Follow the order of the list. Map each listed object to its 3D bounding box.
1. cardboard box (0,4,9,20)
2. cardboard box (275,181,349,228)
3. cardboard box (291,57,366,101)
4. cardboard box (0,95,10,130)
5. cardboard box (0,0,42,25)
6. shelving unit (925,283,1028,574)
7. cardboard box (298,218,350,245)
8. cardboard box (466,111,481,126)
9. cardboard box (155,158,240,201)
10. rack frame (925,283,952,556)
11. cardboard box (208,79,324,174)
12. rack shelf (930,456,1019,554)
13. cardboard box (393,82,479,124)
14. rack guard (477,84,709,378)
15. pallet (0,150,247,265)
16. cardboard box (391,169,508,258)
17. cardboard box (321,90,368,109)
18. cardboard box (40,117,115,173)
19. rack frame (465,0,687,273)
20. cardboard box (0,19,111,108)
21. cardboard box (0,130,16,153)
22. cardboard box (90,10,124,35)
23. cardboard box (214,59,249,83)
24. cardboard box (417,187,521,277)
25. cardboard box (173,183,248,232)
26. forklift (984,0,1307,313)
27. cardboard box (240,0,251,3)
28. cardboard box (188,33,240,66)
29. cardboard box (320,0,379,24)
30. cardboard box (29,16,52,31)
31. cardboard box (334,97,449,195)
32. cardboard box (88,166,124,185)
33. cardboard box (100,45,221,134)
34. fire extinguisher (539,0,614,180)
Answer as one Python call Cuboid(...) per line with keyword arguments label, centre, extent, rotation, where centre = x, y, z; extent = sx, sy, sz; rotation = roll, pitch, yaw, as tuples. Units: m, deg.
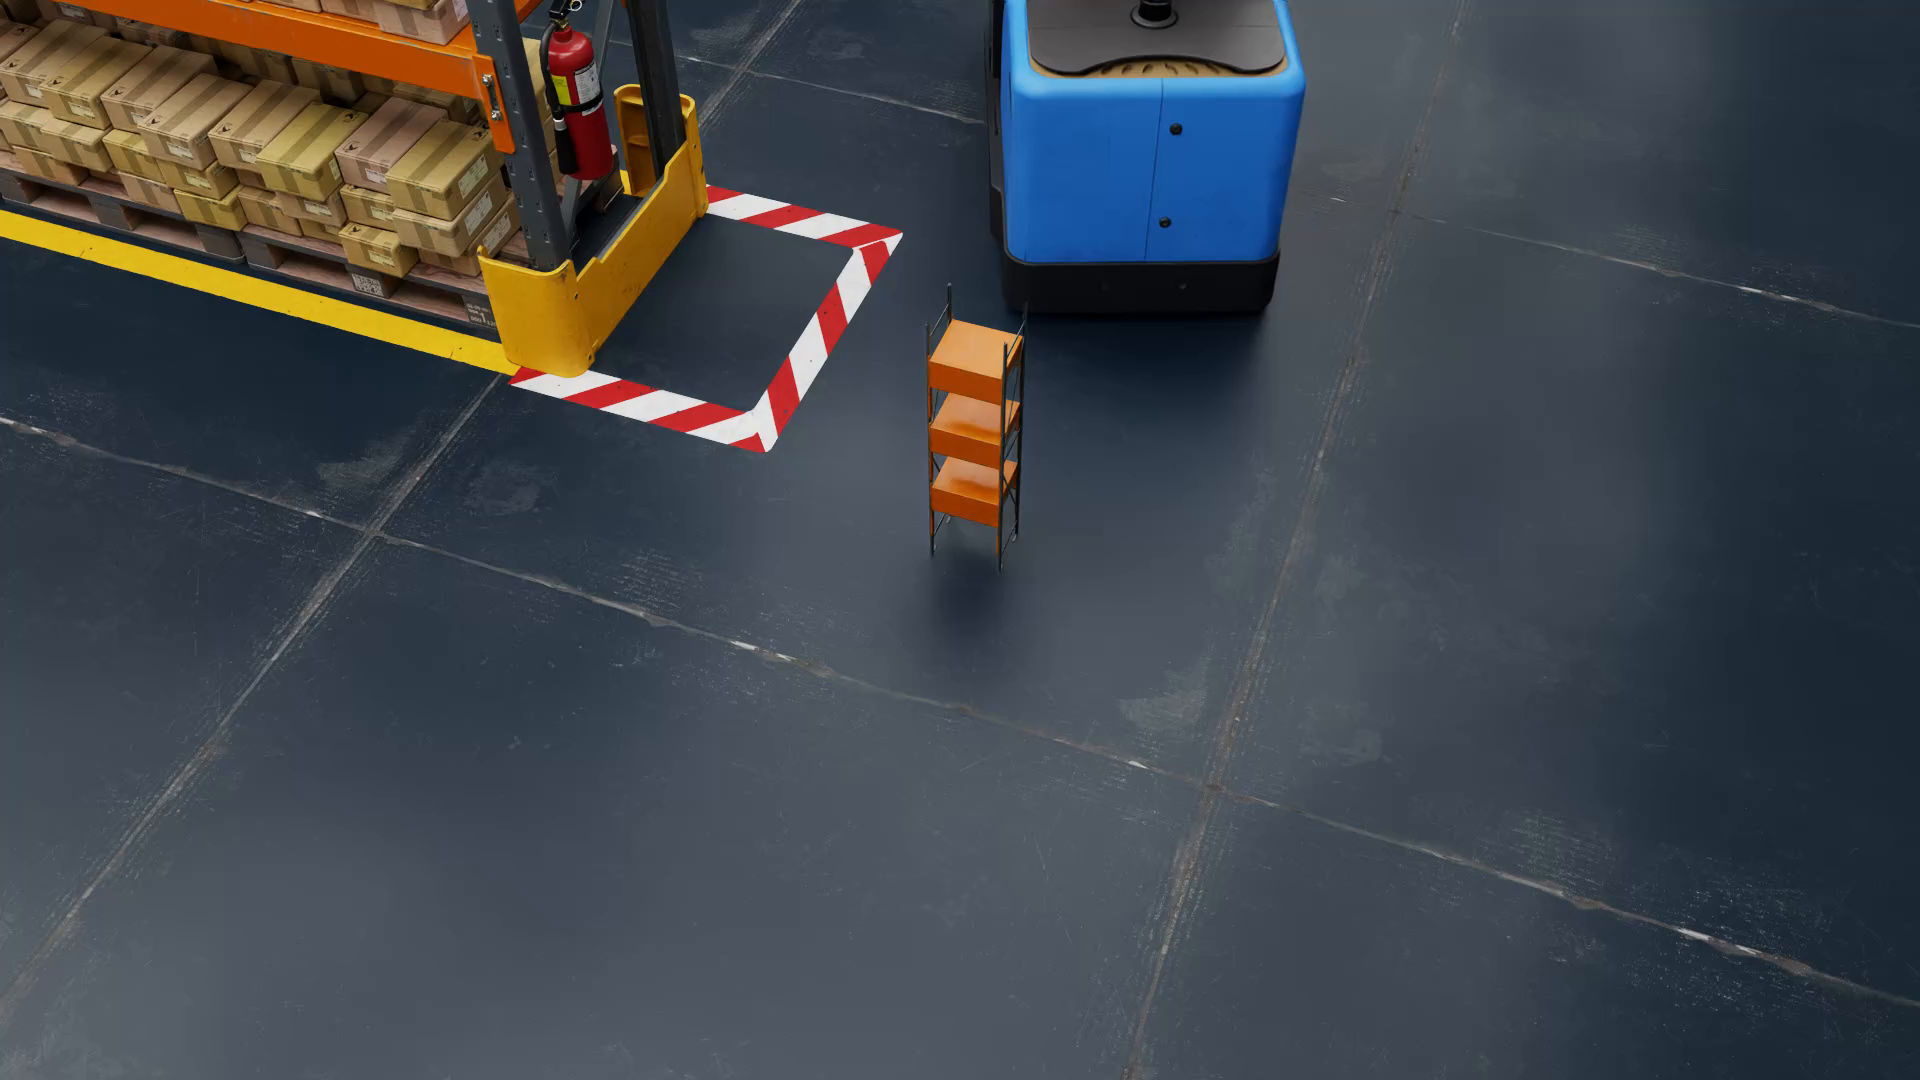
Cuboid(label="cardboard box", centre=(-4.081, -2.031, 6.740), extent=(0.250, 0.149, 0.380), rotation=(14, 51, 12))
Cuboid(label="cardboard box", centre=(-2.407, -1.391, 6.383), extent=(0.250, 0.149, 0.380), rotation=(14, 50, 12))
Cuboid(label="cardboard box", centre=(-2.452, -1.946, 6.667), extent=(0.250, 0.149, 0.380), rotation=(13, 50, 11))
Cuboid(label="cardboard box", centre=(-3.836, -1.844, 6.775), extent=(0.250, 0.149, 0.380), rotation=(18, 51, 15))
Cuboid(label="cardboard box", centre=(-3.947, -2.335, 7.004), extent=(0.250, 0.149, 0.380), rotation=(17, 51, 14))
Cuboid(label="shelving unit", centre=(0.050, -0.330, 5.341), extent=(0.252, 1.050, 0.215), rotation=(16, 51, 13))
Cuboid(label="cardboard box", centre=(-2.385, -1.339, 6.534), extent=(0.250, 0.149, 0.380), rotation=(15, 51, 13))
Cuboid(label="cardboard box", centre=(-1.964, -1.752, 6.695), extent=(0.250, 0.149, 0.380), rotation=(15, 51, 13))
Cuboid(label="cardboard box", centre=(-2.897, -1.518, 6.492), extent=(0.250, 0.149, 0.380), rotation=(16, 51, 14))
Cuboid(label="rack frame", centre=(-0.064, -0.362, 5.369), extent=(0.008, 1.050, 0.200), rotation=(16, 51, 13))
Cuboid(label="cardboard box", centre=(-2.633, -1.574, 6.344), extent=(0.250, 0.149, 0.380), rotation=(14, 50, 12))
Cuboid(label="rack shelf", centre=(0.050, -0.141, 5.559), extent=(0.240, 0.259, 0.215), rotation=(16, 51, 13))
Cuboid(label="cardboard box", centre=(-1.999, -1.783, 6.525), extent=(0.250, 0.149, 0.380), rotation=(16, 51, 14))
Cuboid(label="rack guard", centre=(-1.396, -1.221, 6.477), extent=(0.348, 0.500, 1.175), rotation=(16, 51, 13))
Cuboid(label="pallet", centre=(-3.286, -1.685, 7.070), extent=(1.213, 0.211, 1.003), rotation=(16, 51, 13))
Cuboid(label="cardboard box", centre=(-1.918, -1.257, 6.266), extent=(0.250, 0.149, 0.380), rotation=(14, 51, 12))
Cuboid(label="cardboard box", centre=(-2.428, -1.897, 6.821), extent=(0.250, 0.149, 0.380), rotation=(17, 51, 14))
Cuboid(label="cardboard box", centre=(-3.399, -1.651, 6.607), extent=(0.250, 0.149, 0.380), rotation=(16, 51, 13))
Cuboid(label="rack frame", centre=(-1.324, -2.019, 5.515), extent=(0.127, 3.000, 1.000), rotation=(16, 51, 13))
Cuboid(label="cardboard box", centre=(-3.586, -1.894, 6.621), extent=(0.250, 0.149, 0.380), rotation=(14, 50, 12))
Cuboid(label="cardboard box", centre=(-3.826, -1.773, 6.910), extent=(0.250, 0.149, 0.380), rotation=(14, 50, 12))
Cuboid(label="cardboard box", centre=(-3.404, -2.267, 6.945), extent=(0.250, 0.149, 0.380), rotation=(14, 51, 12))
Cuboid(label="cardboard box", centre=(-2.978, -1.941, 6.859), extent=(0.250, 0.149, 0.380), rotation=(18, 51, 15))
Cuboid(label="cardboard box", centre=(-1.891, -1.213, 6.425), extent=(0.250, 0.149, 0.380), rotation=(16, 51, 14))
Cuboid(label="cardboard box", centre=(-2.882, -1.417, 6.602), extent=(0.250, 0.149, 0.380), rotation=(14, 50, 11))
Cuboid(label="forklift", centre=(0.674, -2.935, 6.354), extent=(1.130, 2.935, 3.031), rotation=(-1, 49, 0))
Cuboid(label="cardboard box", centre=(-2.436, -2.019, 5.681), extent=(0.250, 0.149, 0.380), rotation=(17, 51, 14))
Cuboid(label="cardboard box", centre=(-2.940, -2.127, 6.823), extent=(0.250, 0.149, 0.380), rotation=(16, 51, 14))
Cuboid(label="cardboard box", centre=(-1.949, -1.914, 5.590), extent=(0.250, 0.149, 0.380), rotation=(16, 51, 13))
Cuboid(label="cardboard box", centre=(-3.708, -2.203, 7.086), extent=(0.250, 0.149, 0.380), rotation=(17, 51, 14))
Cuboid(label="cardboard box", centre=(-2.125, -1.484, 6.266), extent=(0.250, 0.149, 0.380), rotation=(17, 51, 14))
Cuboid(label="cardboard box", centre=(-3.342, -1.622, 6.780), extent=(0.250, 0.149, 0.380), rotation=(17, 51, 14))
Cuboid(label="cardboard box", centre=(-3.113, -1.753, 6.499), extent=(0.250, 0.149, 0.380), rotation=(14, 51, 12))
Cuboid(label="fire extinguisher", centre=(-1.248, -1.479, 5.345), extent=(0.183, 0.674, 0.296), rotation=(16, 51, 13))
